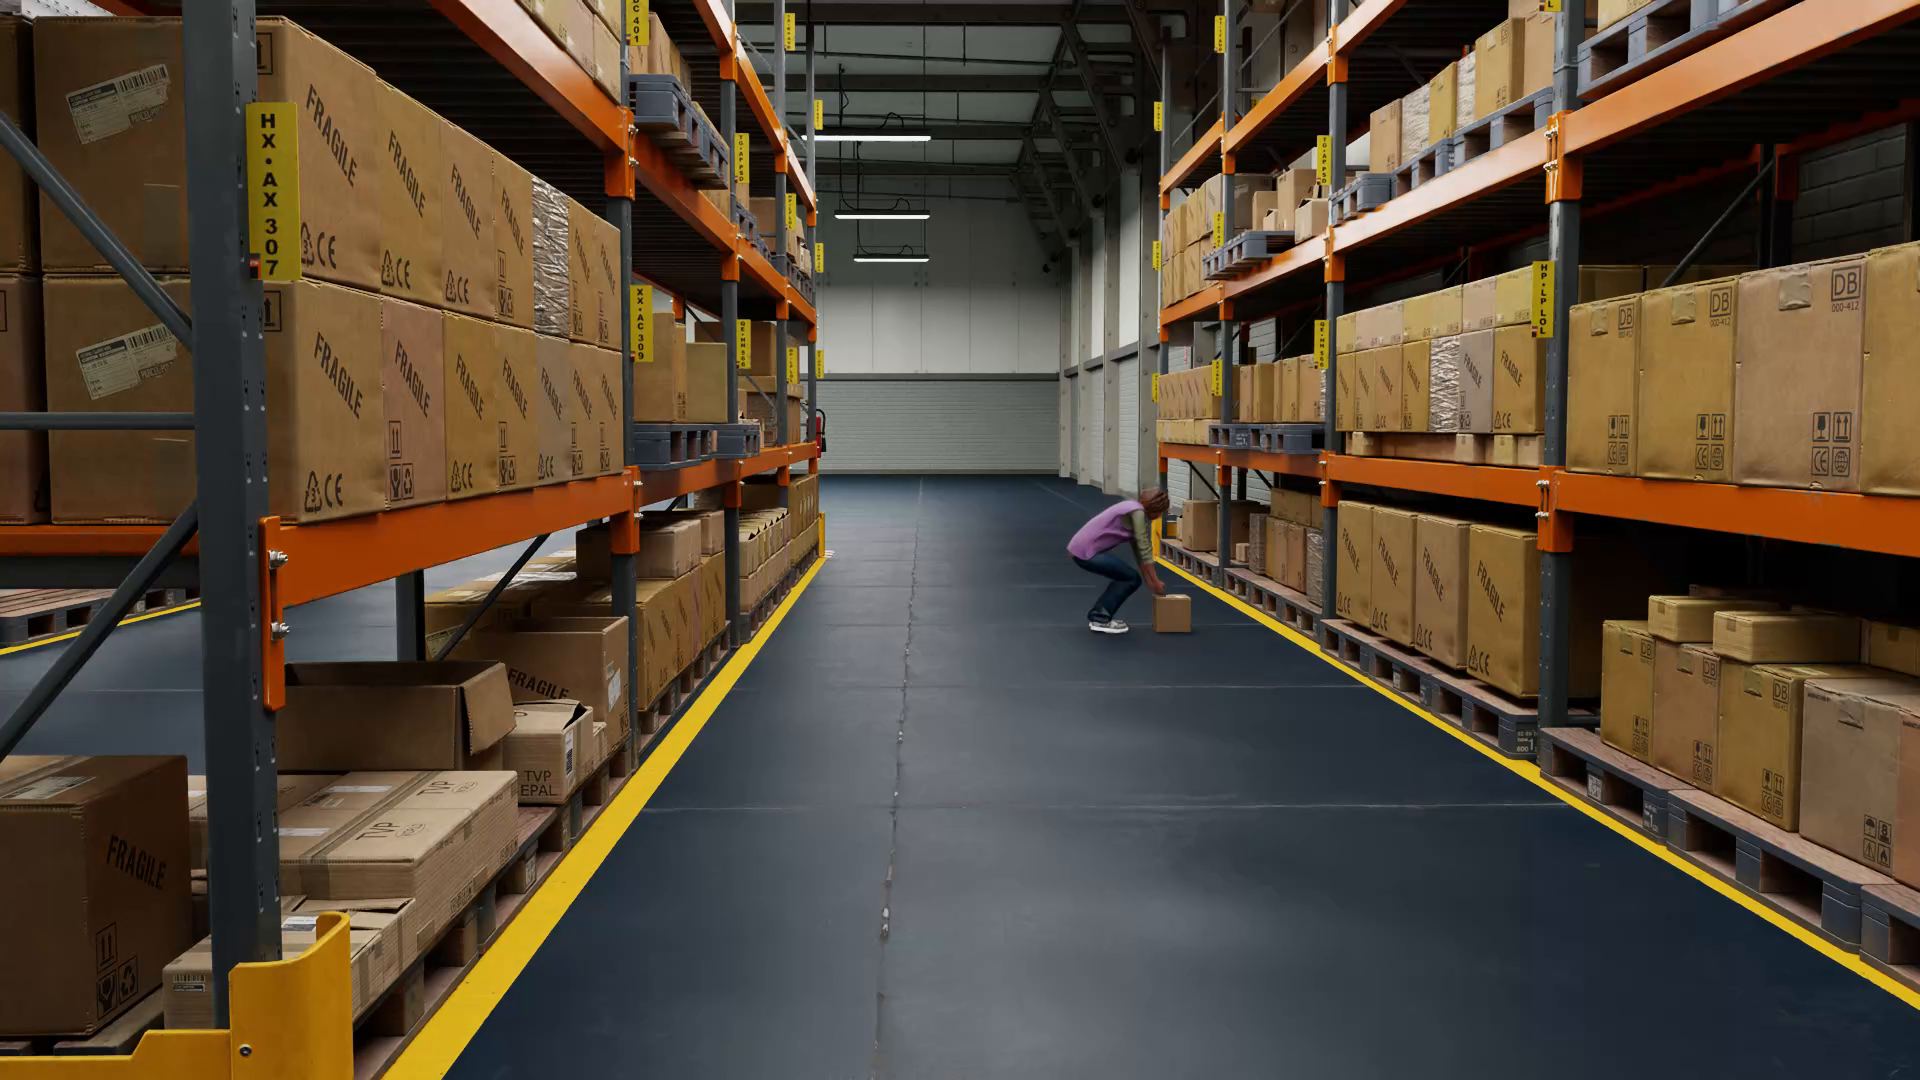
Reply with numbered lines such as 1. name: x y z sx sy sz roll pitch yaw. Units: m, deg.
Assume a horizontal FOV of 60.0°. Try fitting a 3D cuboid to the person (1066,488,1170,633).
1. person: 1.158 0.142 12.187 0.762 1.048 0.459 0 4 -1
